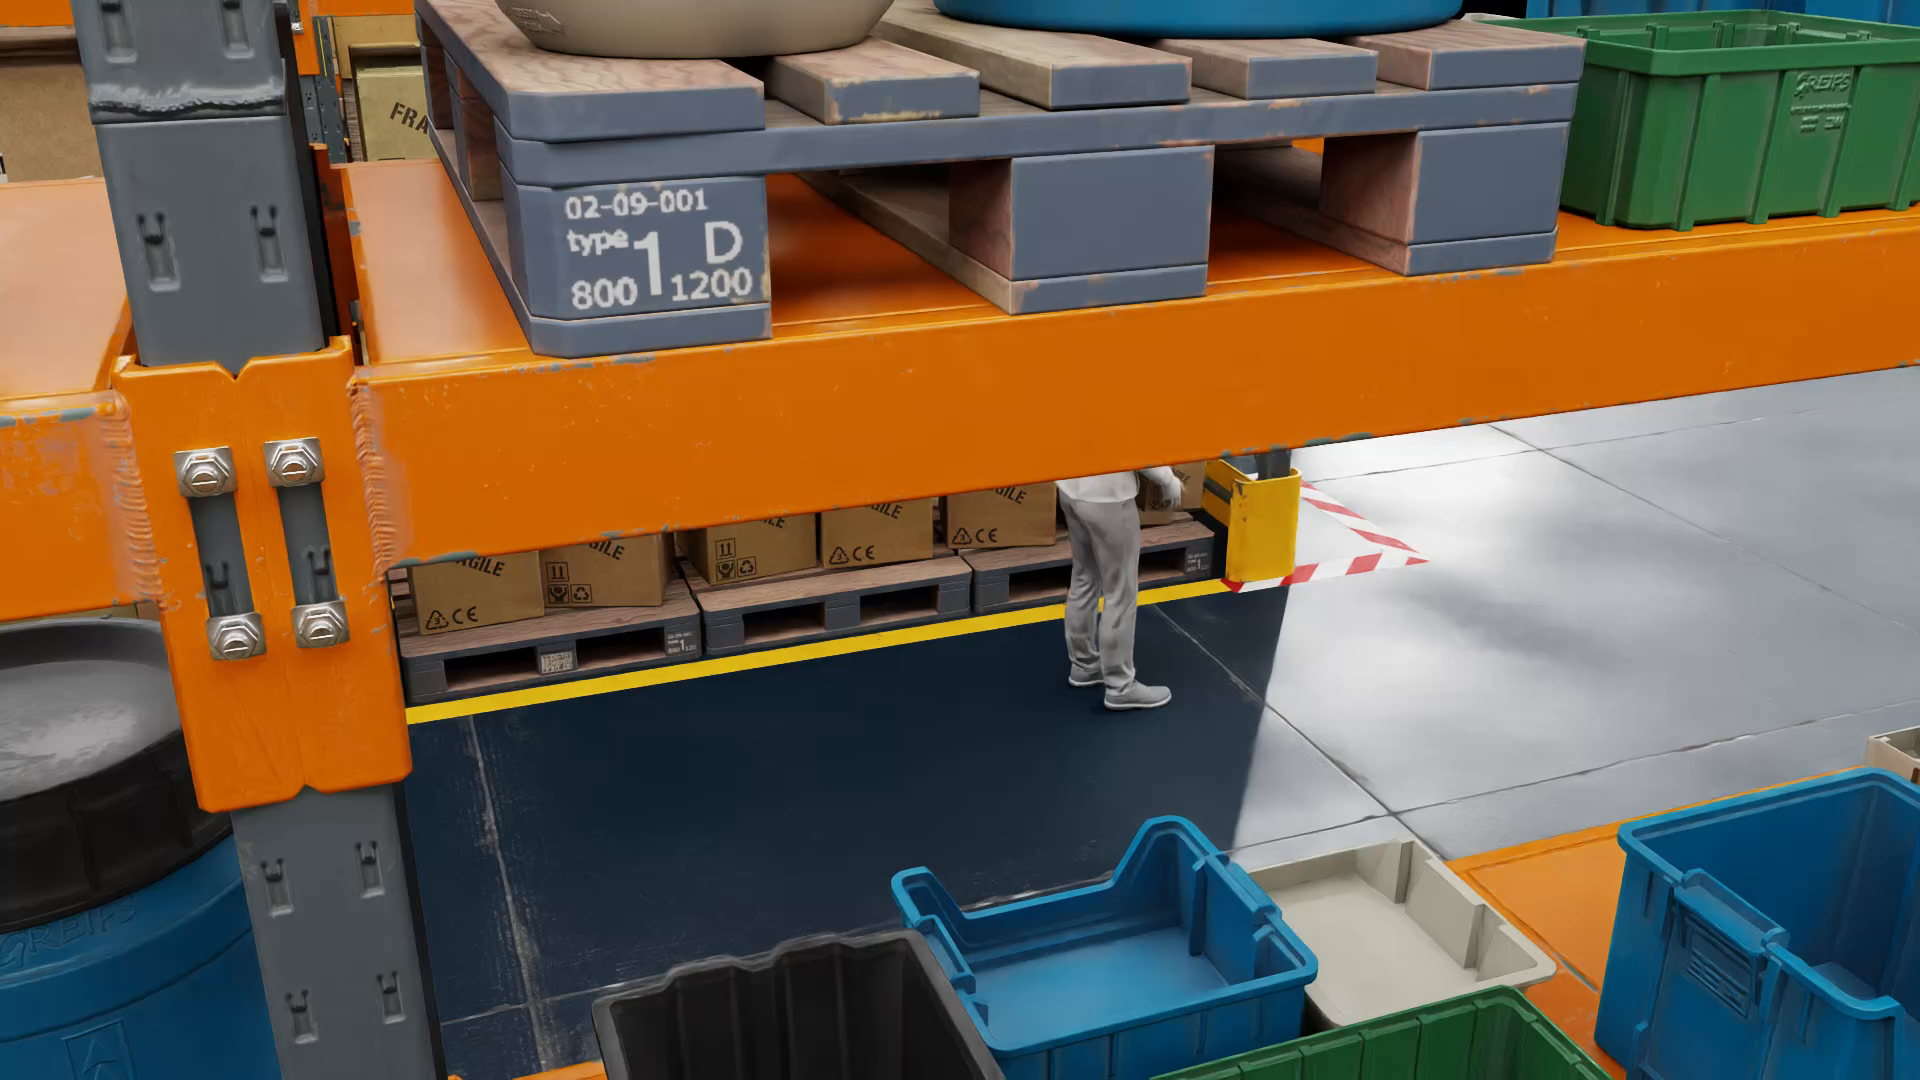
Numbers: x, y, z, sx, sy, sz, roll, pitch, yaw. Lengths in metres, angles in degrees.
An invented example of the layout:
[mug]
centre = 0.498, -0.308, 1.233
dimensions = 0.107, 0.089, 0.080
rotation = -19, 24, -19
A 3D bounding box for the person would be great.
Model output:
[person]
centre = 0.580, -0.179, 6.471
dimensions = 0.535, 1.701, 0.492
rotation = -9, 24, -20
